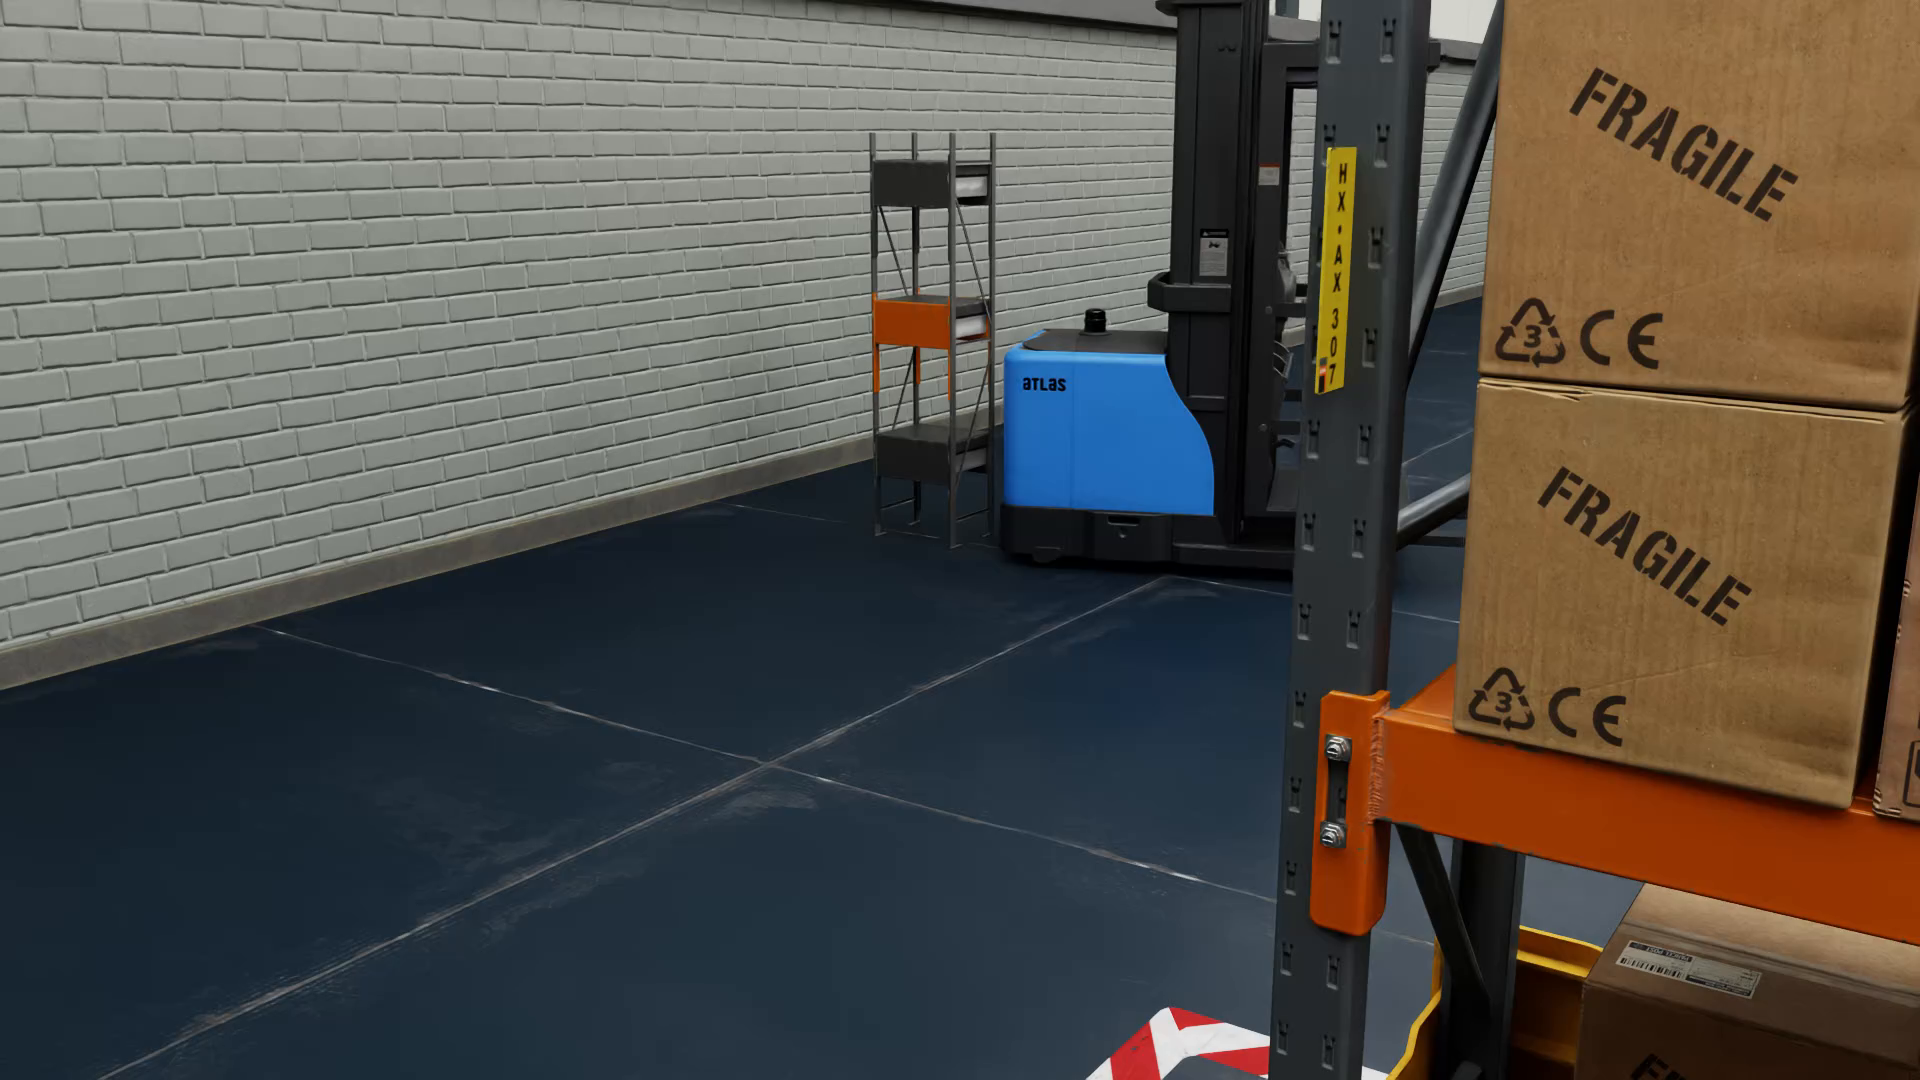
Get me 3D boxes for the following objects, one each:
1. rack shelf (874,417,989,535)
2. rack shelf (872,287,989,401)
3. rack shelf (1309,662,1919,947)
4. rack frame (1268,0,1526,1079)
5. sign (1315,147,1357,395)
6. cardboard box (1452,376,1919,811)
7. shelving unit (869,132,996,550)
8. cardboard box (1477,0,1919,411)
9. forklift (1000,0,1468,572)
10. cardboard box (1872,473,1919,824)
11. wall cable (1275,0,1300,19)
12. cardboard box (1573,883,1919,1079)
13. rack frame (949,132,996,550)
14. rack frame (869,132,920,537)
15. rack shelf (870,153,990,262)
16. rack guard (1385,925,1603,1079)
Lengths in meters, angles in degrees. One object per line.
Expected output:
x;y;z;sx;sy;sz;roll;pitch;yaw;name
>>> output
-0.137;-0.349;8.832;0.480;0.518;0.431;9;17;33;rack shelf
-0.137;-1.028;8.664;0.480;0.518;0.431;9;17;33;rack shelf
2.472;0.565;1.794;4.000;0.370;1.077;9;17;33;rack shelf
0.811;-0.051;2.788;0.053;2.616;0.949;9;17;33;rack frame
0.510;-0.364;2.250;0.005;0.325;0.100;9;17;33;sign
1.033;0.012;2.326;0.500;0.500;0.500;10;17;34;cardboard box
-0.137;-1.041;8.661;0.503;2.100;0.431;9;17;33;shelving unit
1.033;-0.474;2.206;0.500;0.500;0.500;10;17;34;cardboard box
1.774;-1.335;8.115;3.031;2.935;1.130;3;14;12;forklift
1.465;0.080;2.051;0.500;0.500;0.500;9;17;32;cardboard box
3.576;-7.946;15.500;0.120;5.999;2.277;9;17;33;wall cable
1.401;0.972;2.942;0.500;0.500;0.500;9;17;33;cardboard box
0.065;-1.009;8.528;0.015;2.100;0.400;9;17;33;rack frame
-0.340;-1.074;8.793;0.015;2.100;0.400;9;17;33;rack frame
-0.137;-1.708;8.496;0.480;0.518;0.431;9;17;33;rack shelf
0.875;1.172;3.050;0.348;0.500;1.175;9;17;33;rack guard
